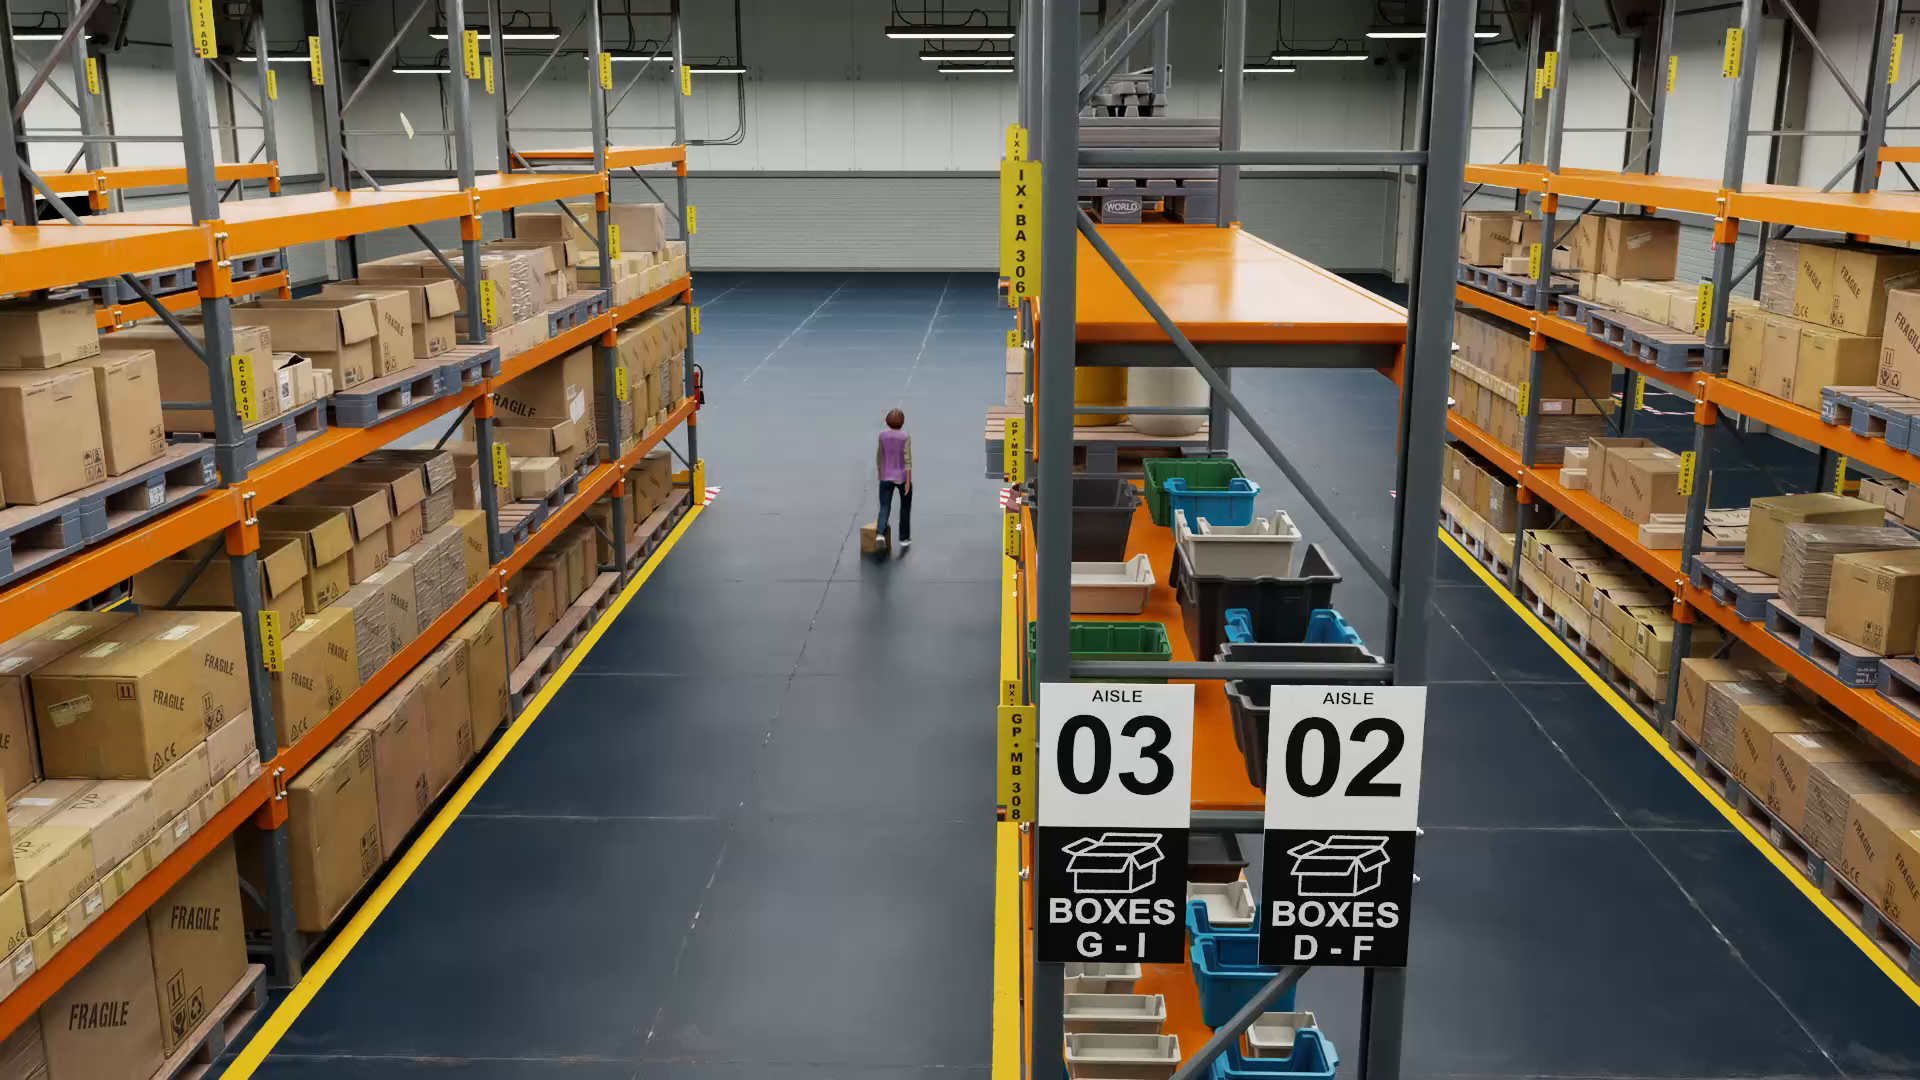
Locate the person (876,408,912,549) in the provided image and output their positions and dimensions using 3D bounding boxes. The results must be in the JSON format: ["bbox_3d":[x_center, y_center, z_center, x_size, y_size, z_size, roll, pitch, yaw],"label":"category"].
[{"bbox_3d":[-0.721,-0.651,18.055,0.426,1.560,0.862,2,14,9],"label":"person"}]
